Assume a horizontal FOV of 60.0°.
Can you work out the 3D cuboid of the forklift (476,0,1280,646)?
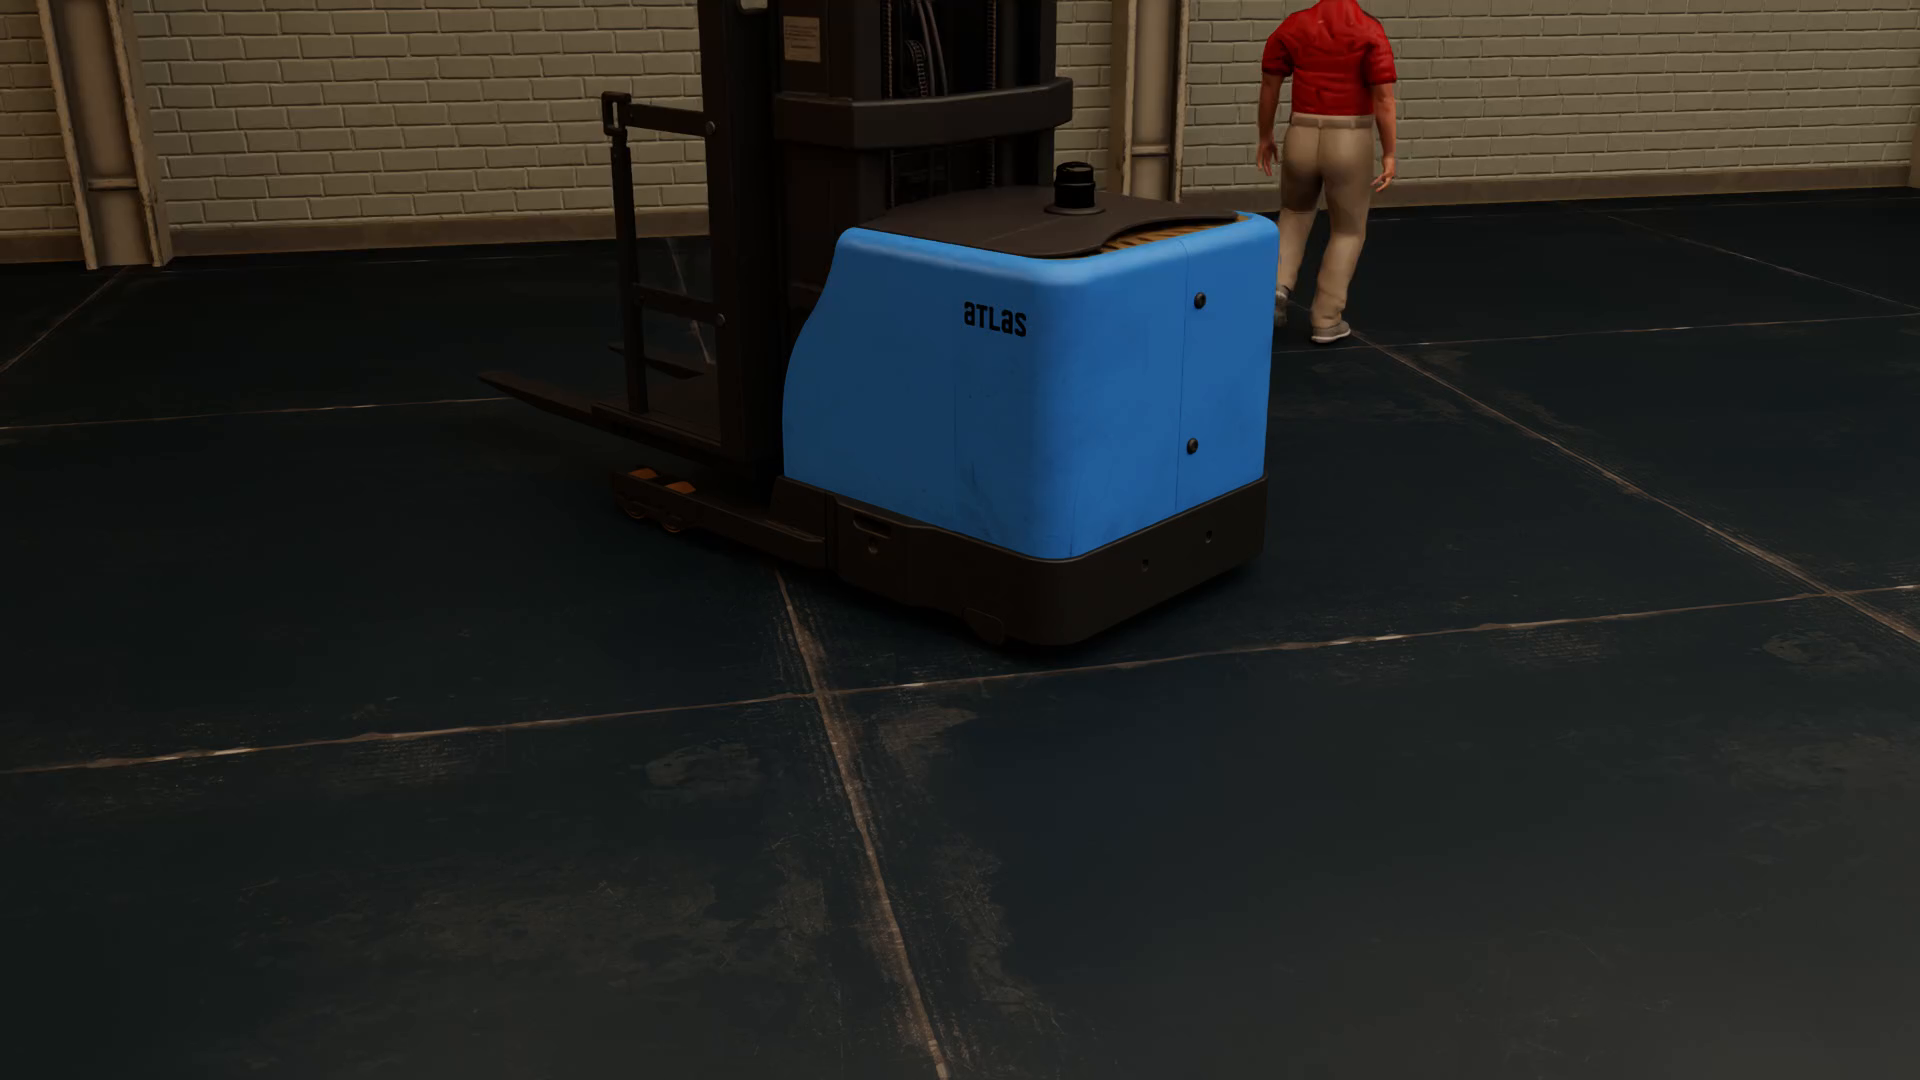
[{"bbox_3d":[-0.506,-1.511,5.147,3.031,2.935,1.130,18,28,39],"label":"forklift"}]

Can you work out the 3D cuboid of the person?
[{"bbox_3d":[1.681,-1.767,7.552,0.666,1.726,0.467,12,24,29],"label":"person"}]
